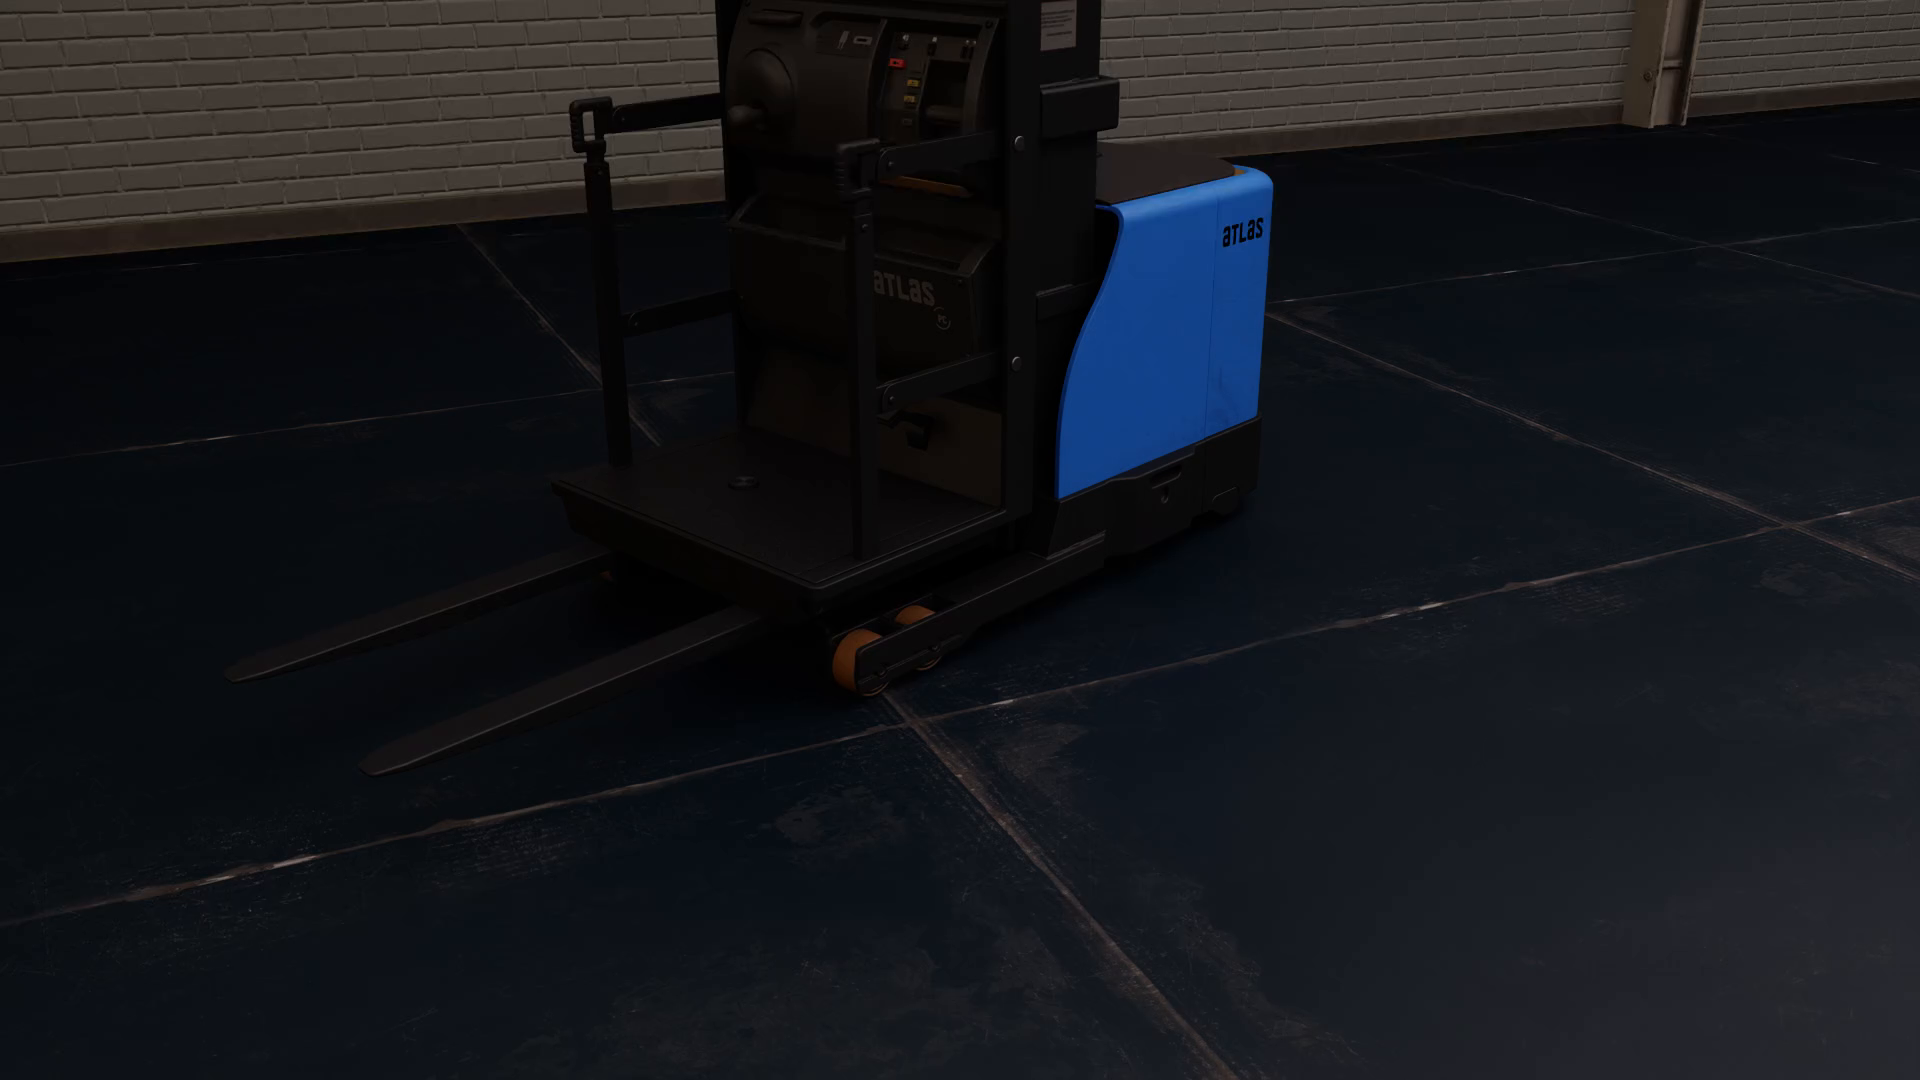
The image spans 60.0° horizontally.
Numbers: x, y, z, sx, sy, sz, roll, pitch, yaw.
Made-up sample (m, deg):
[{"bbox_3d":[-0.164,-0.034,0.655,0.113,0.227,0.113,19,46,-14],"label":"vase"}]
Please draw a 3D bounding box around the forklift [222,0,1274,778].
[{"bbox_3d":[-0.413,-1.182,4.131,1.130,2.935,3.031,19,29,39],"label":"forklift"}]
